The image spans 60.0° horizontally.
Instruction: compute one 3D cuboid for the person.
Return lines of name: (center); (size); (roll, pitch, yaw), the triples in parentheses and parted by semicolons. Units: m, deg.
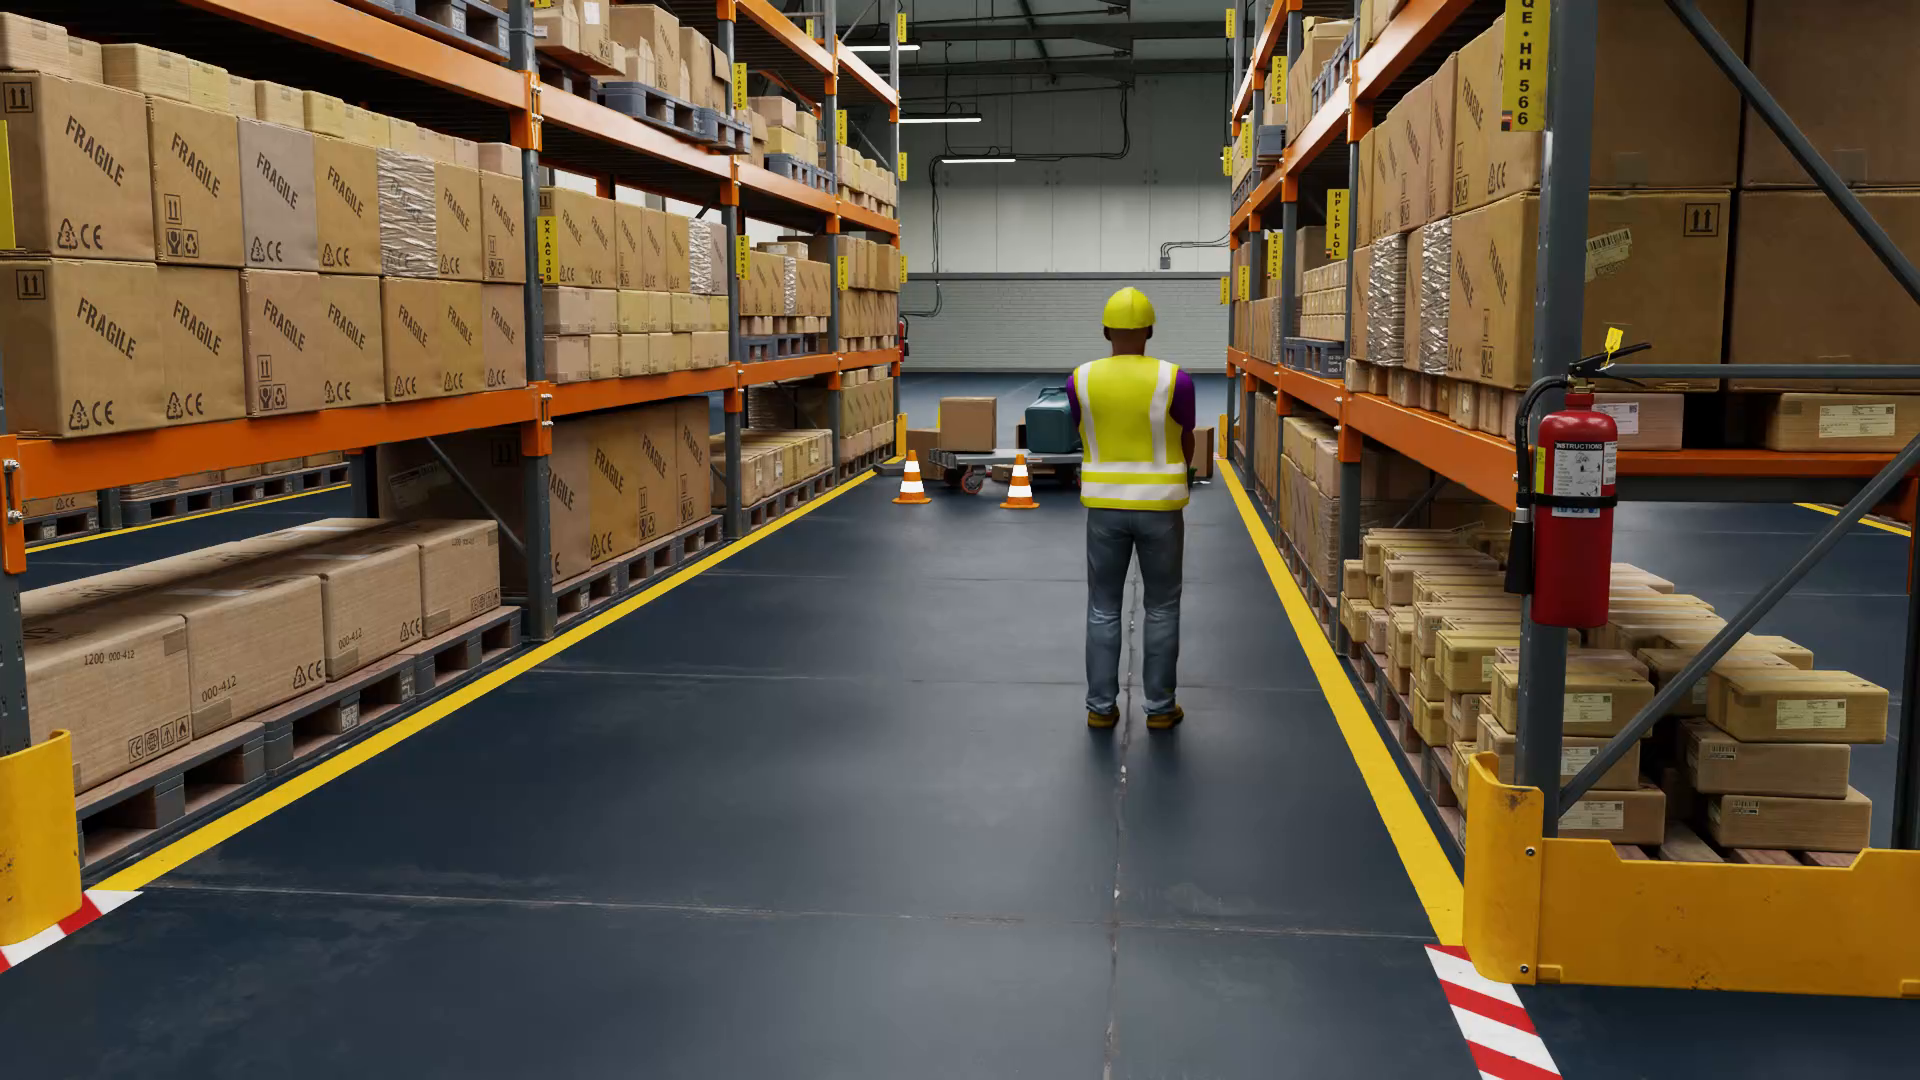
person: (0.708, -0.132, 6.720); (0.502, 1.761, 0.577); (2, 8, 16)
